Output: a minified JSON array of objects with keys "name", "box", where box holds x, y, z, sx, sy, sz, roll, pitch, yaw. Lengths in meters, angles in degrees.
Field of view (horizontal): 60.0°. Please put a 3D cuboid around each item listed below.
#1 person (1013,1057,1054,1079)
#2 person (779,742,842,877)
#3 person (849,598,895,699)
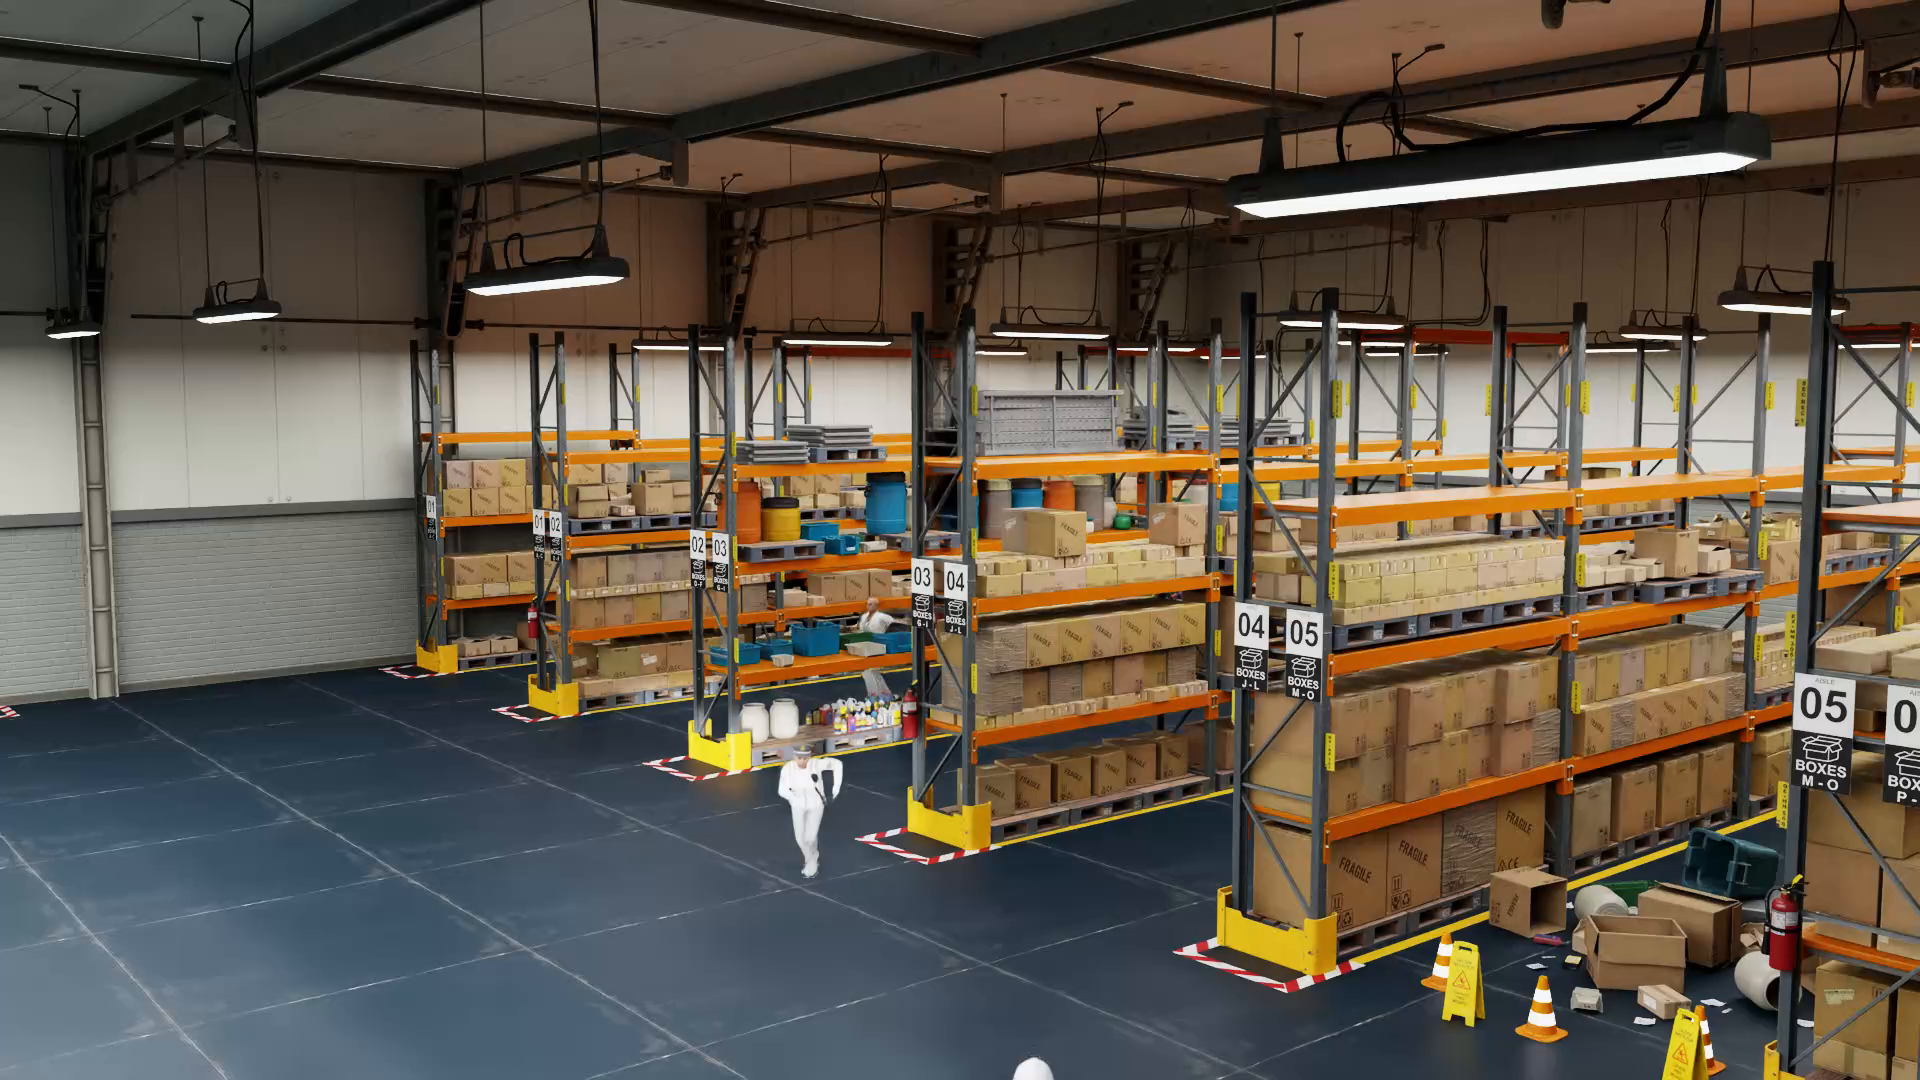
[{"name":"person","box":[0.369,3.496,8.349,0.664,1.835,0.775,0,5,3]},{"name":"person","box":[-1.549,2.803,17.298,0.639,1.517,0.878,0,5,4]},{"name":"person","box":[-1.394,1.829,26.615,0.852,1.823,0.654,-5,7,-41]}]
